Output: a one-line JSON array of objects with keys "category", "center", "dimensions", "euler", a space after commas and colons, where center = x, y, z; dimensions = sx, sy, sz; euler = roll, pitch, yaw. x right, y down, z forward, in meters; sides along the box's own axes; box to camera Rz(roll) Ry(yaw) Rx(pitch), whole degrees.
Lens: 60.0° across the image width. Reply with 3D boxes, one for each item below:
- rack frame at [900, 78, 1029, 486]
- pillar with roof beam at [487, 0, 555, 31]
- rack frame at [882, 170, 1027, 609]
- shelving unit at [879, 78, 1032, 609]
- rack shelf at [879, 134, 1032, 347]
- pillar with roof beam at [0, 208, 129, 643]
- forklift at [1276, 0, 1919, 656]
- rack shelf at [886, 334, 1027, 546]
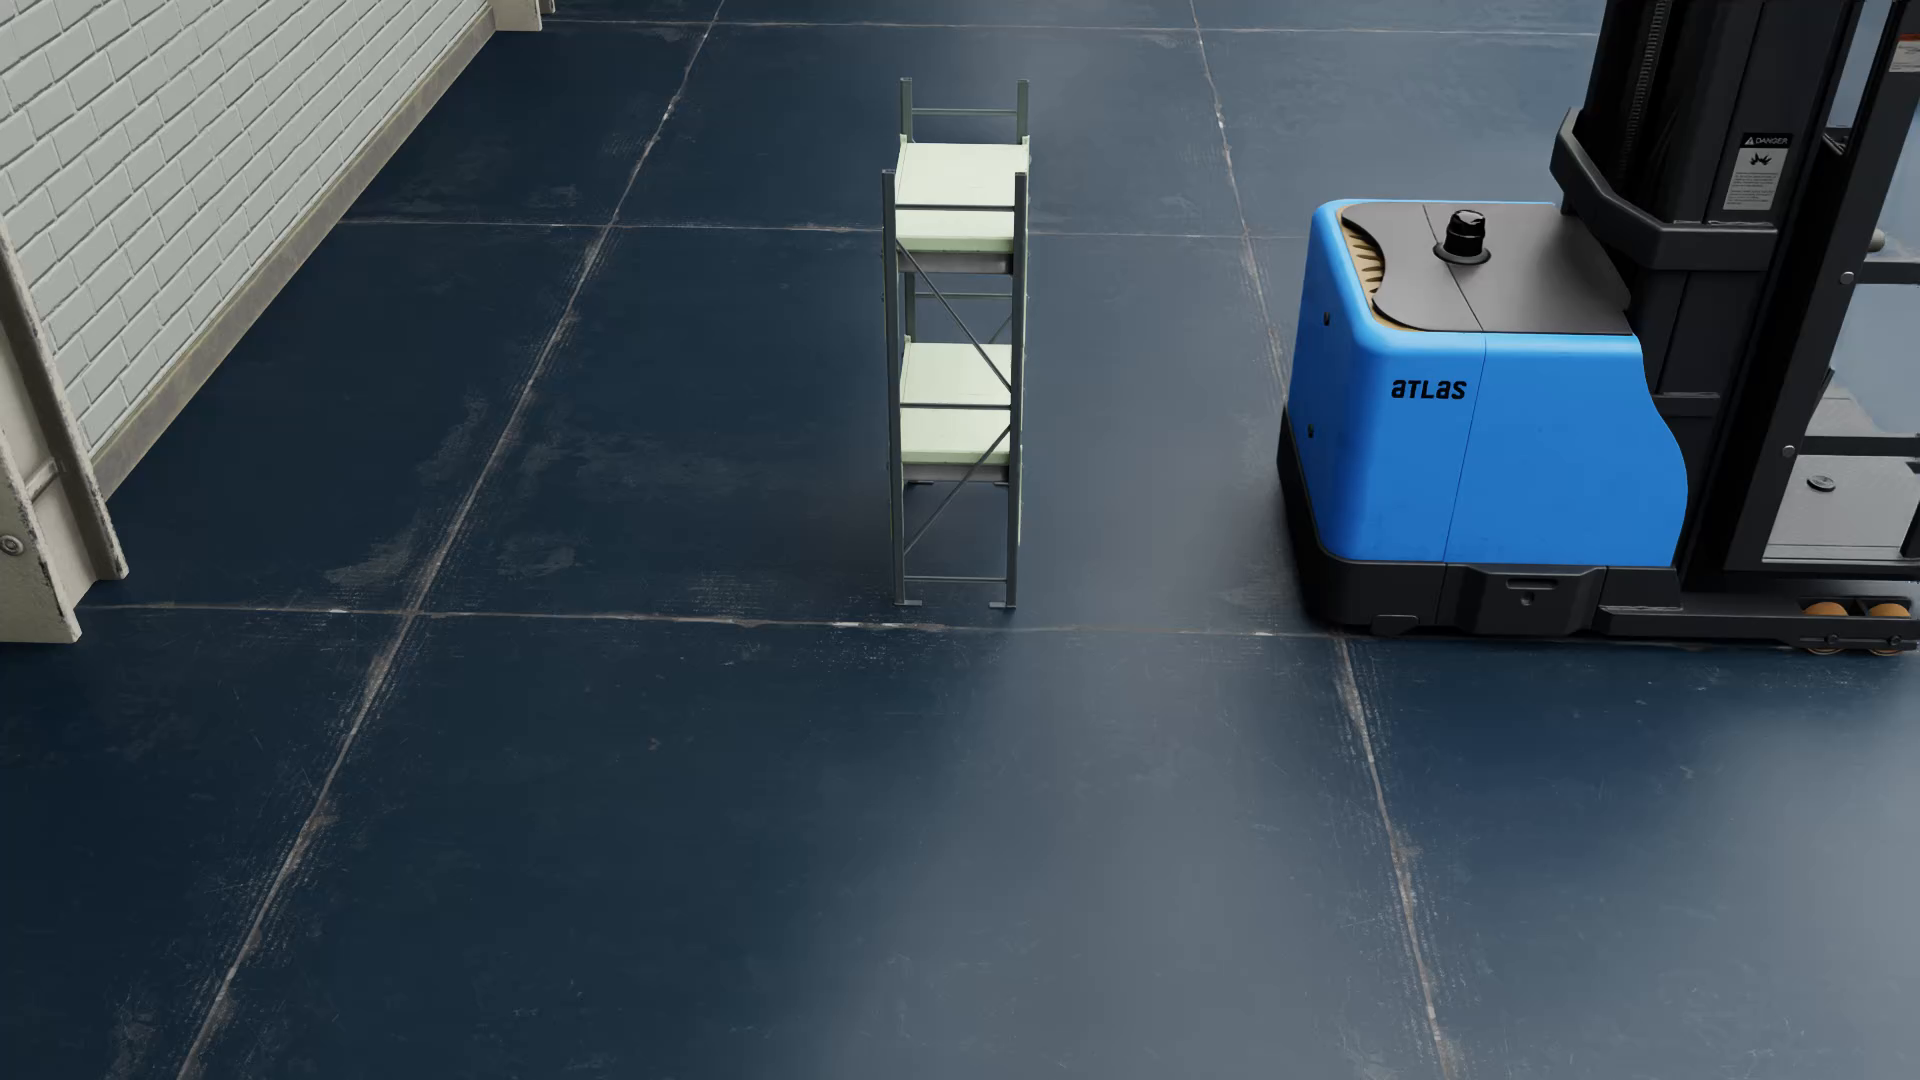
[{"category": "rack frame", "center": [0.014, -0.820, 5.613], "dimensions": [0.400, 1.500, 0.023], "euler": [1, 35, 2]}, {"category": "pillar with roof beam", "center": [1.582, -6.819, 7.627], "dimensions": [9.100, 9.000, 0.400], "euler": [1, 35, 2]}, {"category": "rack frame", "center": [-0.015, -0.399, 5.014], "dimensions": [0.400, 1.500, 0.023], "euler": [1, 35, 2]}, {"category": "shelving unit", "center": [0.000, -0.610, 5.313], "dimensions": [0.431, 1.500, 0.755], "euler": [1, 35, 2]}, {"category": "rack shelf", "center": [0.000, -0.929, 5.089], "dimensions": [0.431, 0.370, 0.720], "euler": [1, 35, 2]}, {"category": "pillar with roof beam", "center": [1.341, -3.372, 2.722], "dimensions": [9.100, 9.000, 0.400], "euler": [1, 35, 2]}, {"category": "forklift", "center": [2.646, -1.147, 4.833], "dimensions": [3.031, 2.935, 1.130], "euler": [1, 35, 2]}, {"category": "rack shelf", "center": [0.000, -0.343, 5.501], "dimensions": [0.431, 0.370, 0.720], "euler": [1, 35, 2]}]
